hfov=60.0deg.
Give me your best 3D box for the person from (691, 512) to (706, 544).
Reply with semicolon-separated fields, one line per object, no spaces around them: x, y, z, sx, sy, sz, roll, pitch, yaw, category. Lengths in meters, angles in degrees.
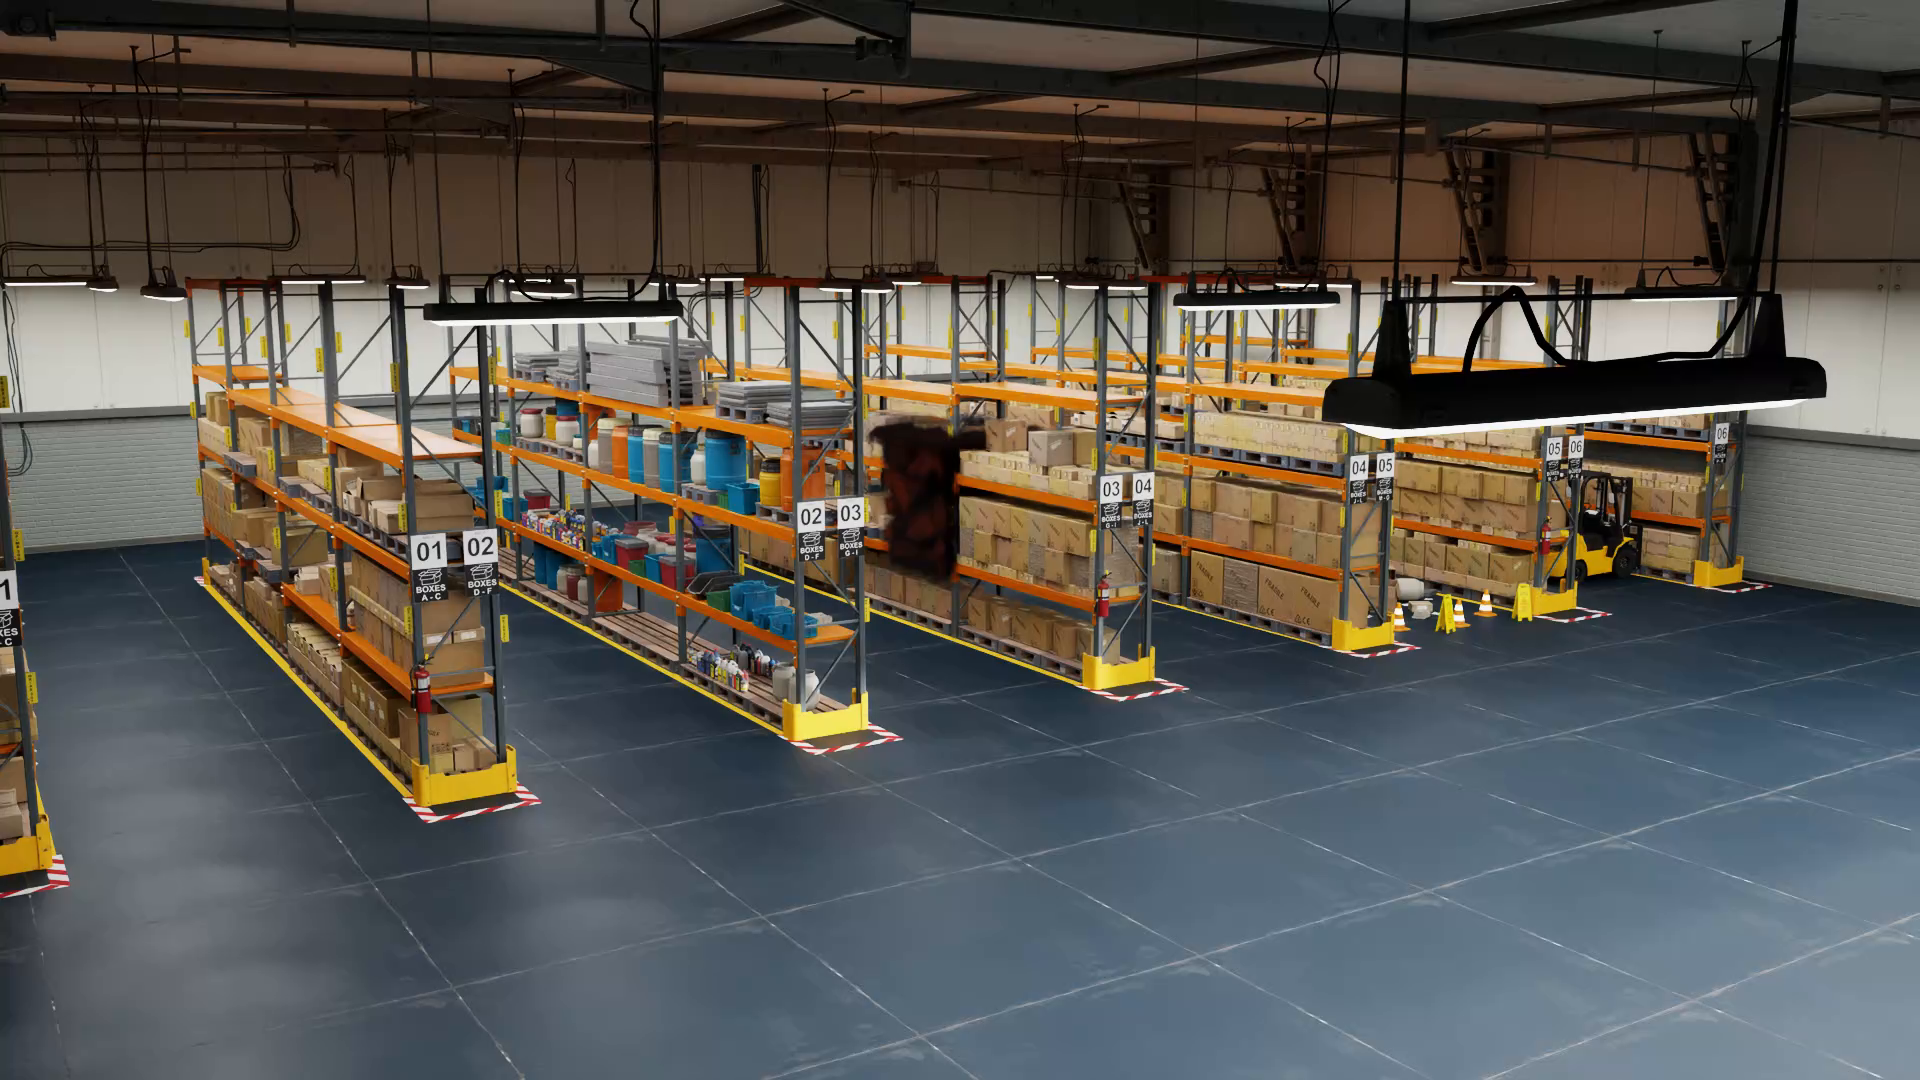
-4.990;0.149;32.200;0.494;1.680;0.485;-4;10;-20;person
